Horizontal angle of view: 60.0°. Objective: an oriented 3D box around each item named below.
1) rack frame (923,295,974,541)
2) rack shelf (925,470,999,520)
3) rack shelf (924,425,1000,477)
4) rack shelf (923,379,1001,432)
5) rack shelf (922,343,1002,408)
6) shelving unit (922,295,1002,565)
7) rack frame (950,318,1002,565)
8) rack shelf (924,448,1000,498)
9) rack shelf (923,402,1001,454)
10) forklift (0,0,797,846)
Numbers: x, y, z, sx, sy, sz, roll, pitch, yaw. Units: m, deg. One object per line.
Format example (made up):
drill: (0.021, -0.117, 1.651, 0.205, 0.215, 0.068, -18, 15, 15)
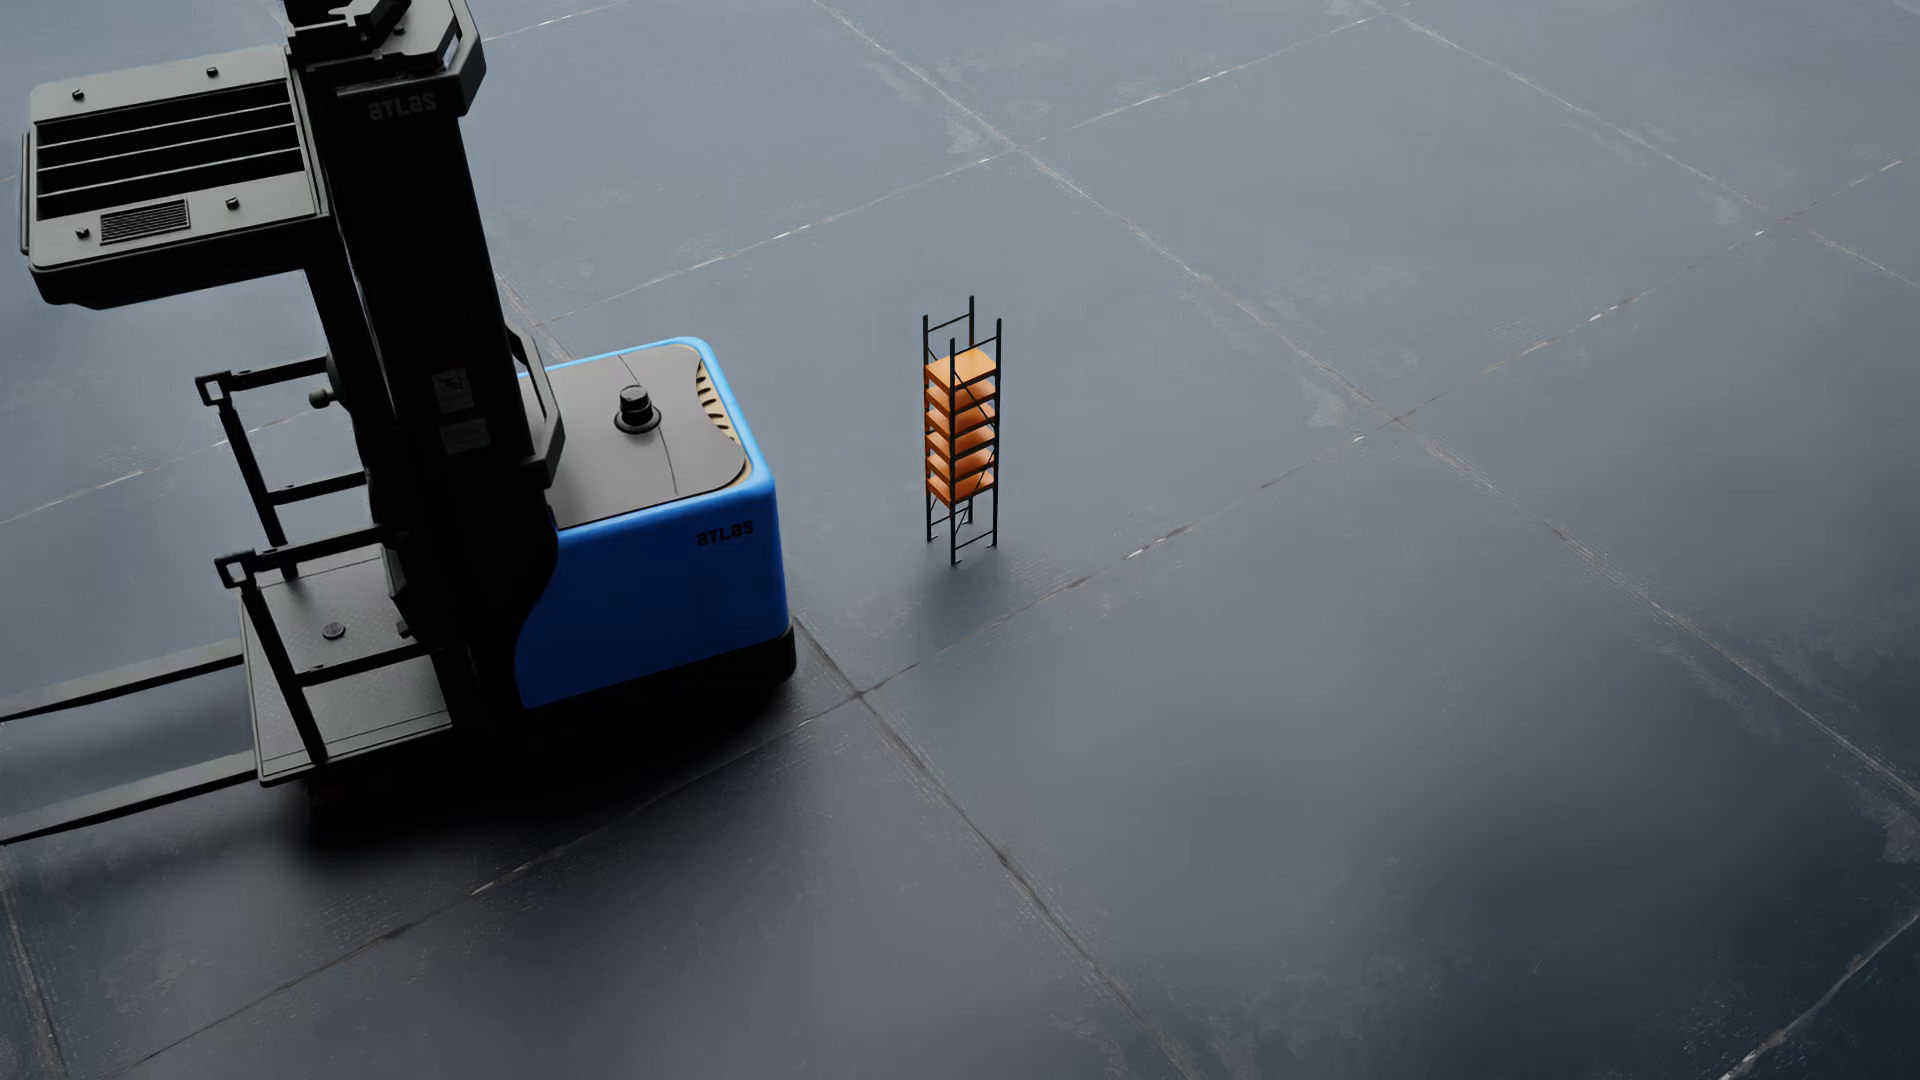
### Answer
rack frame: (-0.044, -0.478, 6.872, 0.240, 1.200, 0.006, -26, 49, -24)
rack shelf: (0.008, -0.220, 7.014, 0.258, 0.103, 0.180, -26, 49, -24)
rack shelf: (0.008, -0.394, 6.849, 0.258, 0.103, 0.180, -26, 49, -24)
rack shelf: (0.008, -0.567, 6.683, 0.258, 0.103, 0.180, -26, 49, -24)
rack shelf: (0.008, -0.654, 6.600, 0.258, 0.103, 0.180, -26, 49, -24)
shelving unit: (0.008, -0.426, 6.818, 0.258, 1.200, 0.189, -26, 49, -24)
rack frame: (0.061, -0.374, 6.764, 0.240, 1.200, 0.006, -26, 49, -24)
rack shelf: (0.008, -0.307, 6.932, 0.258, 0.103, 0.180, -26, 49, -24)
rack shelf: (0.008, -0.480, 6.766, 0.258, 0.103, 0.180, -26, 49, -24)
forklift: (-2.219, -0.418, 5.556, 3.031, 2.935, 1.130, -15, 46, -16)
